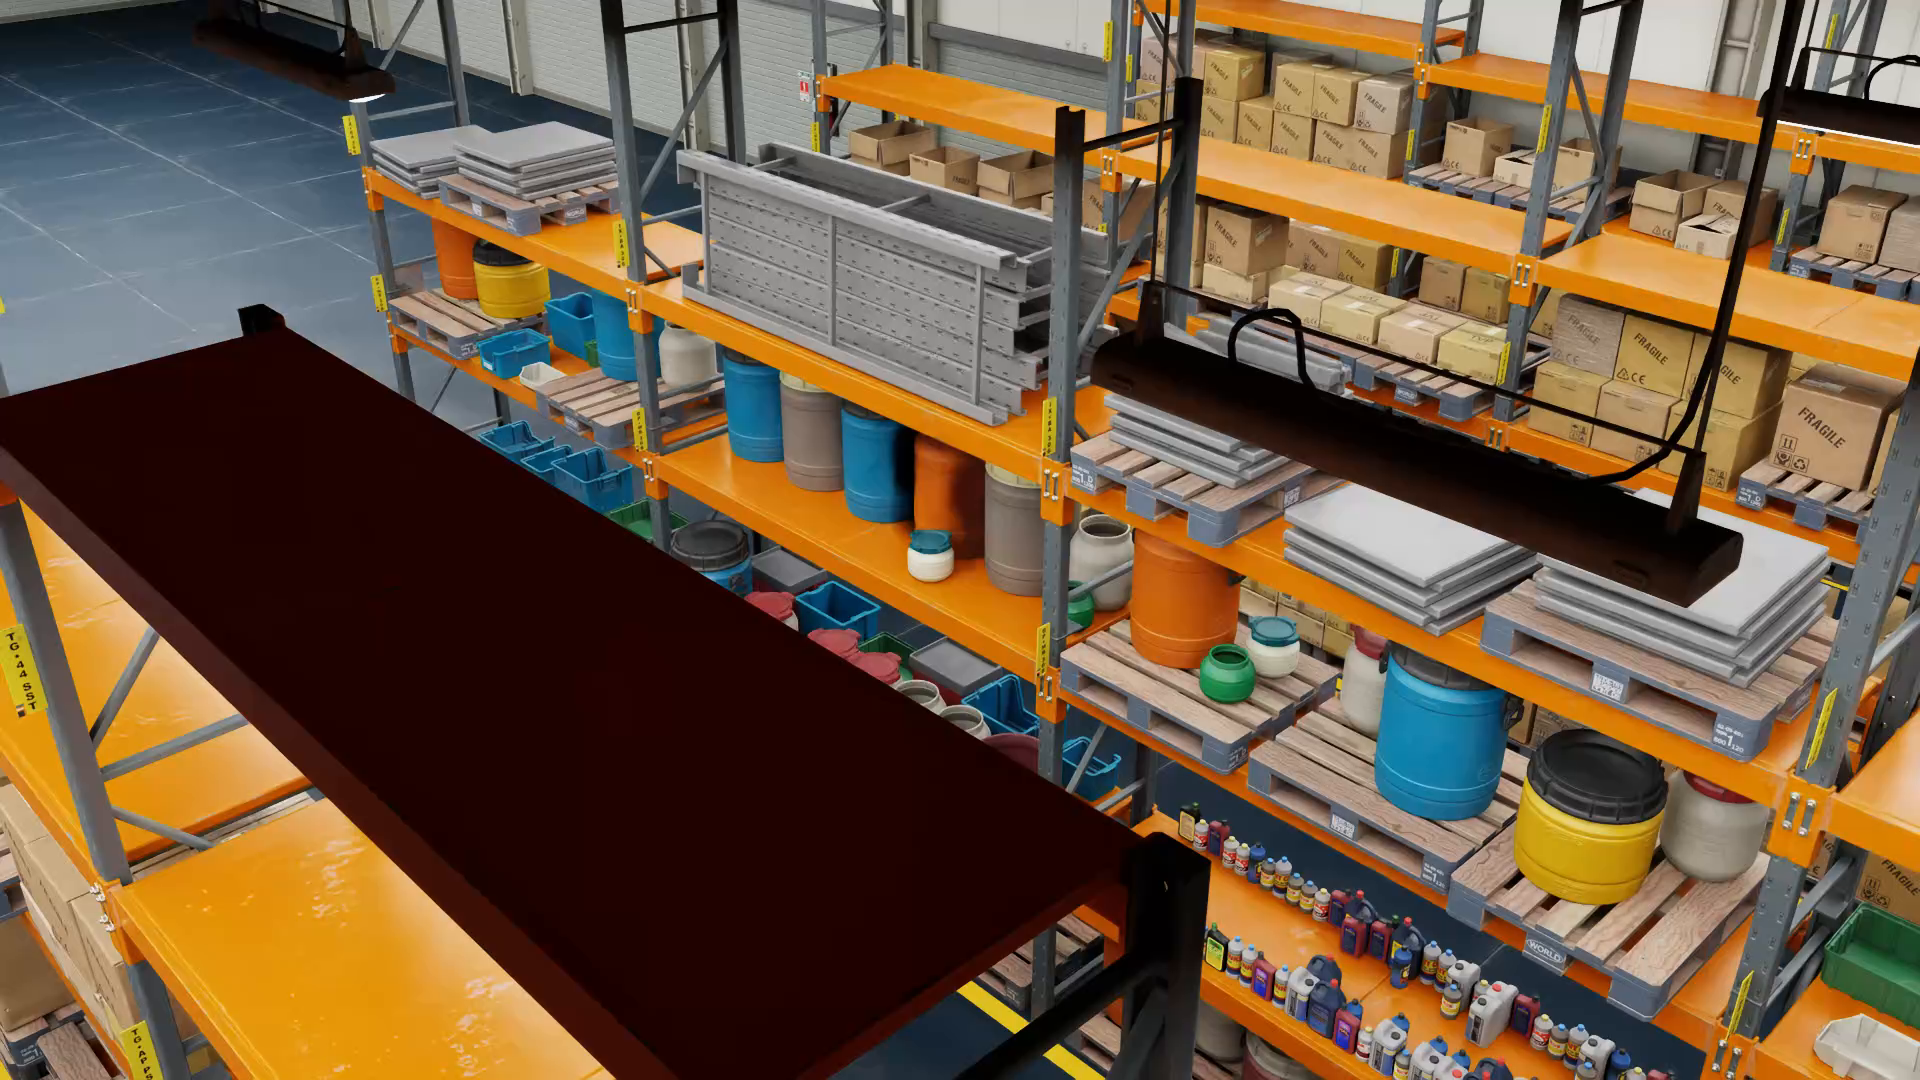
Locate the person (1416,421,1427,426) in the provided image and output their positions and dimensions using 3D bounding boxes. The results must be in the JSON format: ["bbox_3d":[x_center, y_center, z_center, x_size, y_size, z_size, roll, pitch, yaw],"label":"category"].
[{"bbox_3d":[4.320,-0.347,15.875,0.517,1.601,0.581,-6,29,-12],"label":"person"}]

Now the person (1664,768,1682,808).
[{"bbox_3d":[4.954,1.997,11.386,0.482,1.657,0.926,-22,35,-35],"label":"person"}]
